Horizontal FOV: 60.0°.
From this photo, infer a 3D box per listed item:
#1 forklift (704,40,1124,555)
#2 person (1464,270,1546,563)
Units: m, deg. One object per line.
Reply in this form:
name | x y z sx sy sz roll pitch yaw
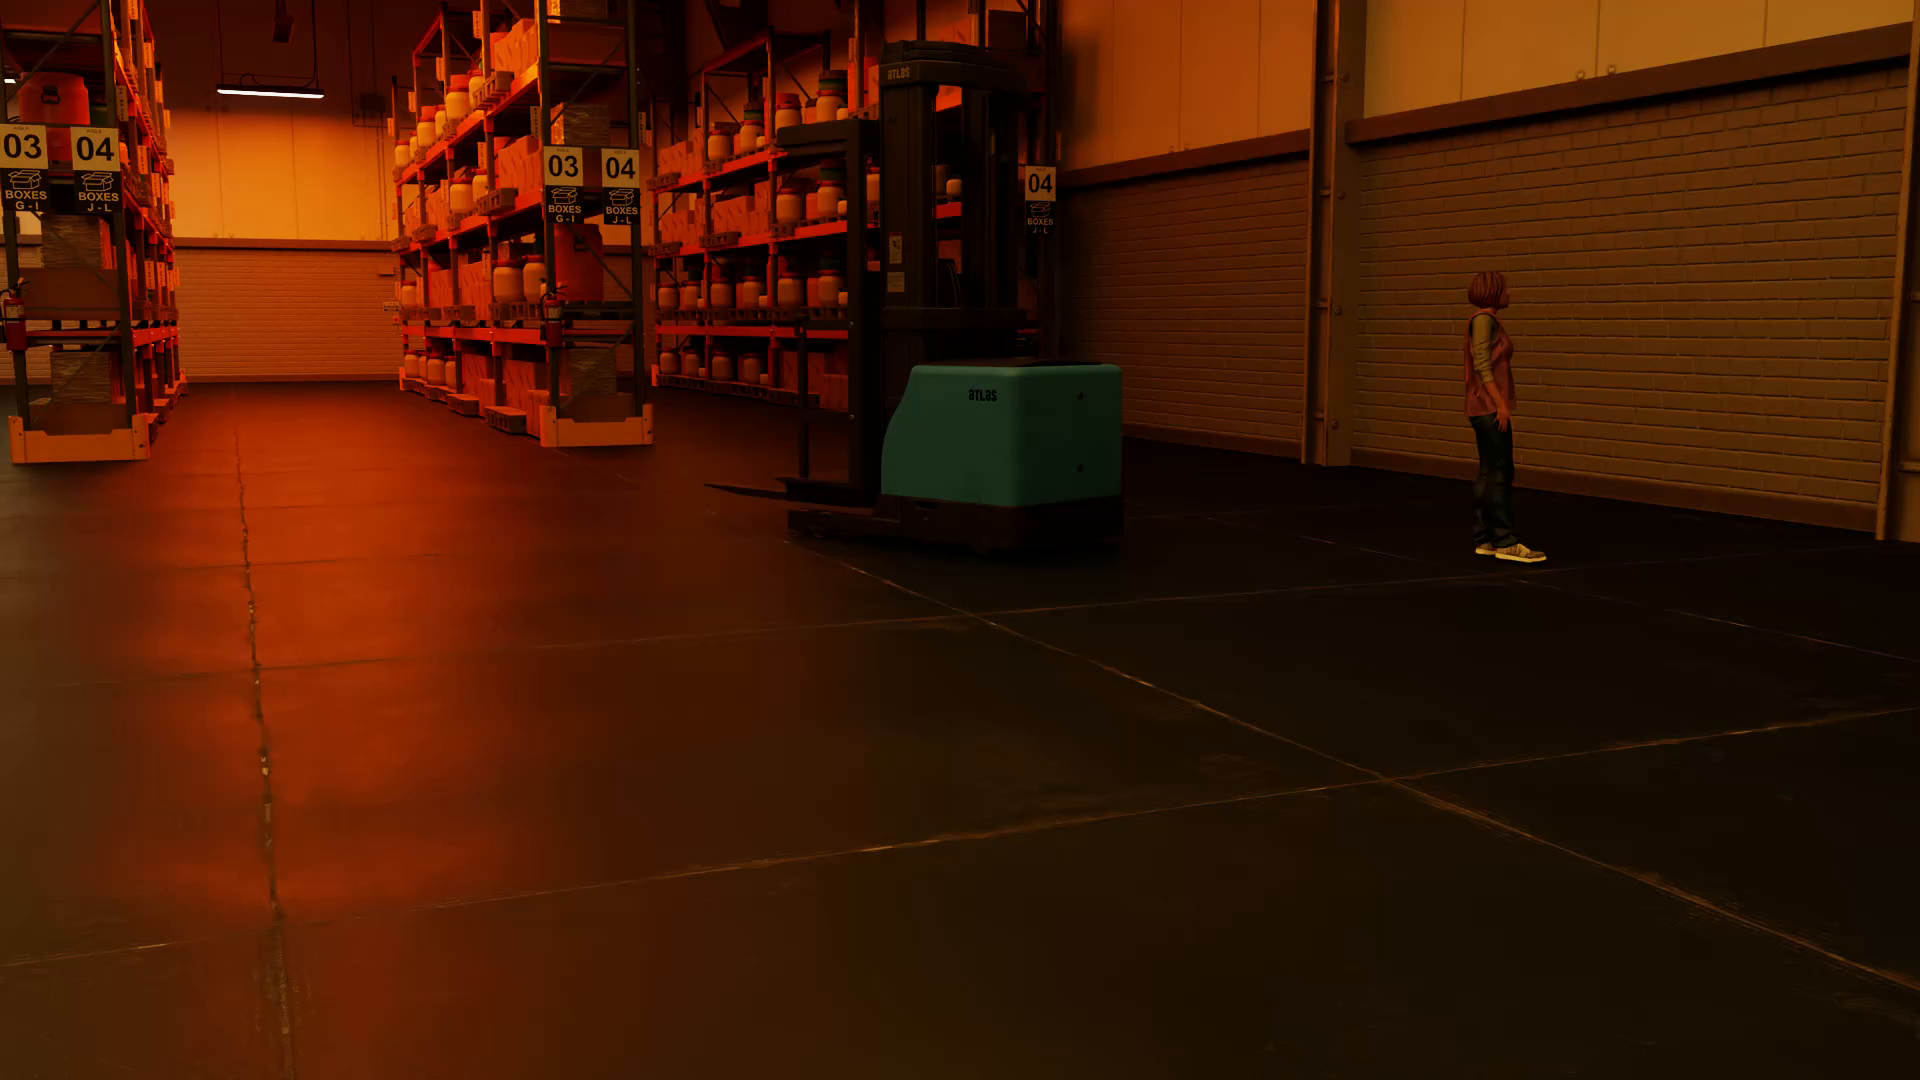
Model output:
forklift | -0.436 -1.509 10.383 3.031 2.935 1.130 7 10 44
person | 3.043 -0.697 9.273 0.472 1.599 0.520 2 8 16
